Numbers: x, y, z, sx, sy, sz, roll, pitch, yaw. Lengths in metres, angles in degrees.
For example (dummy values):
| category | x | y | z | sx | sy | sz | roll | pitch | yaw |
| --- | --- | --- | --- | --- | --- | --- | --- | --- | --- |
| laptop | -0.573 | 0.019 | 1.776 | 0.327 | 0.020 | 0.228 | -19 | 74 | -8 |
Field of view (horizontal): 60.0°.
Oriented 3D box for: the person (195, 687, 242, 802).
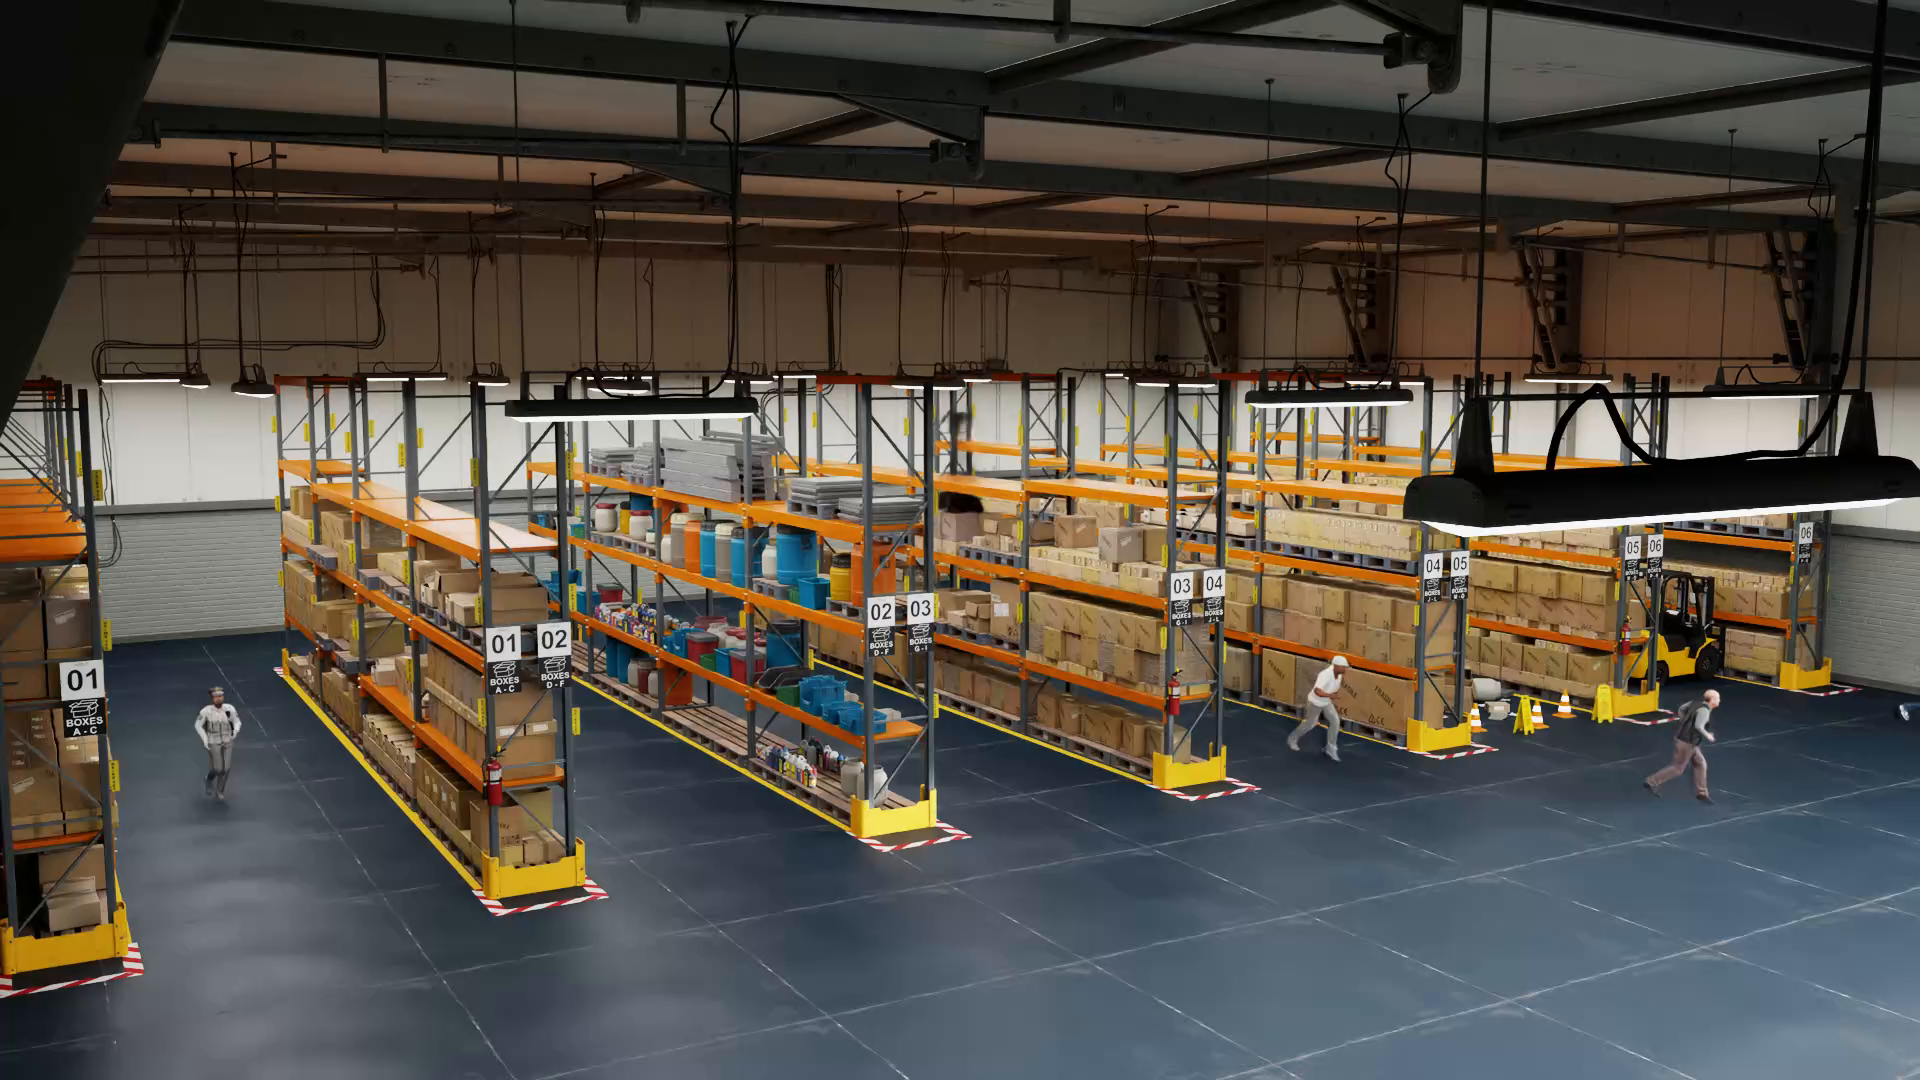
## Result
| category | x | y | z | sx | sy | sz | roll | pitch | yaw |
| --- | --- | --- | --- | --- | --- | --- | --- | --- | --- |
| person | -10.582 | 2.910 | 23.807 | 0.605 | 1.668 | 0.566 | -5 | 8 | -36 |

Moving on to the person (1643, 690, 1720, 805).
| category | x | y | z | sx | sy | sz | roll | pitch | yaw |
| --- | --- | --- | --- | --- | --- | --- | --- | --- | --- |
| person | 10.270 | 2.946 | 23.683 | 1.009 | 1.682 | 0.697 | 1 | 6 | 7 |

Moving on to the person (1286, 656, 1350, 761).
| category | x | y | z | sx | sy | sz | roll | pitch | yaw |
| --- | --- | --- | --- | --- | --- | --- | --- | --- | --- |
| person | 5.689 | 2.642 | 26.406 | 1.045 | 1.717 | 0.747 | 5 | 8 | 38 |

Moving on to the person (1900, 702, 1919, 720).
| category | x | y | z | sx | sy | sz | roll | pitch | yaw |
| --- | --- | --- | --- | --- | --- | --- | --- | --- | --- |
| person | 16.400 | 2.516 | 28.168 | 0.810 | 1.545 | 0.539 | 5 | 8 | 36 |
